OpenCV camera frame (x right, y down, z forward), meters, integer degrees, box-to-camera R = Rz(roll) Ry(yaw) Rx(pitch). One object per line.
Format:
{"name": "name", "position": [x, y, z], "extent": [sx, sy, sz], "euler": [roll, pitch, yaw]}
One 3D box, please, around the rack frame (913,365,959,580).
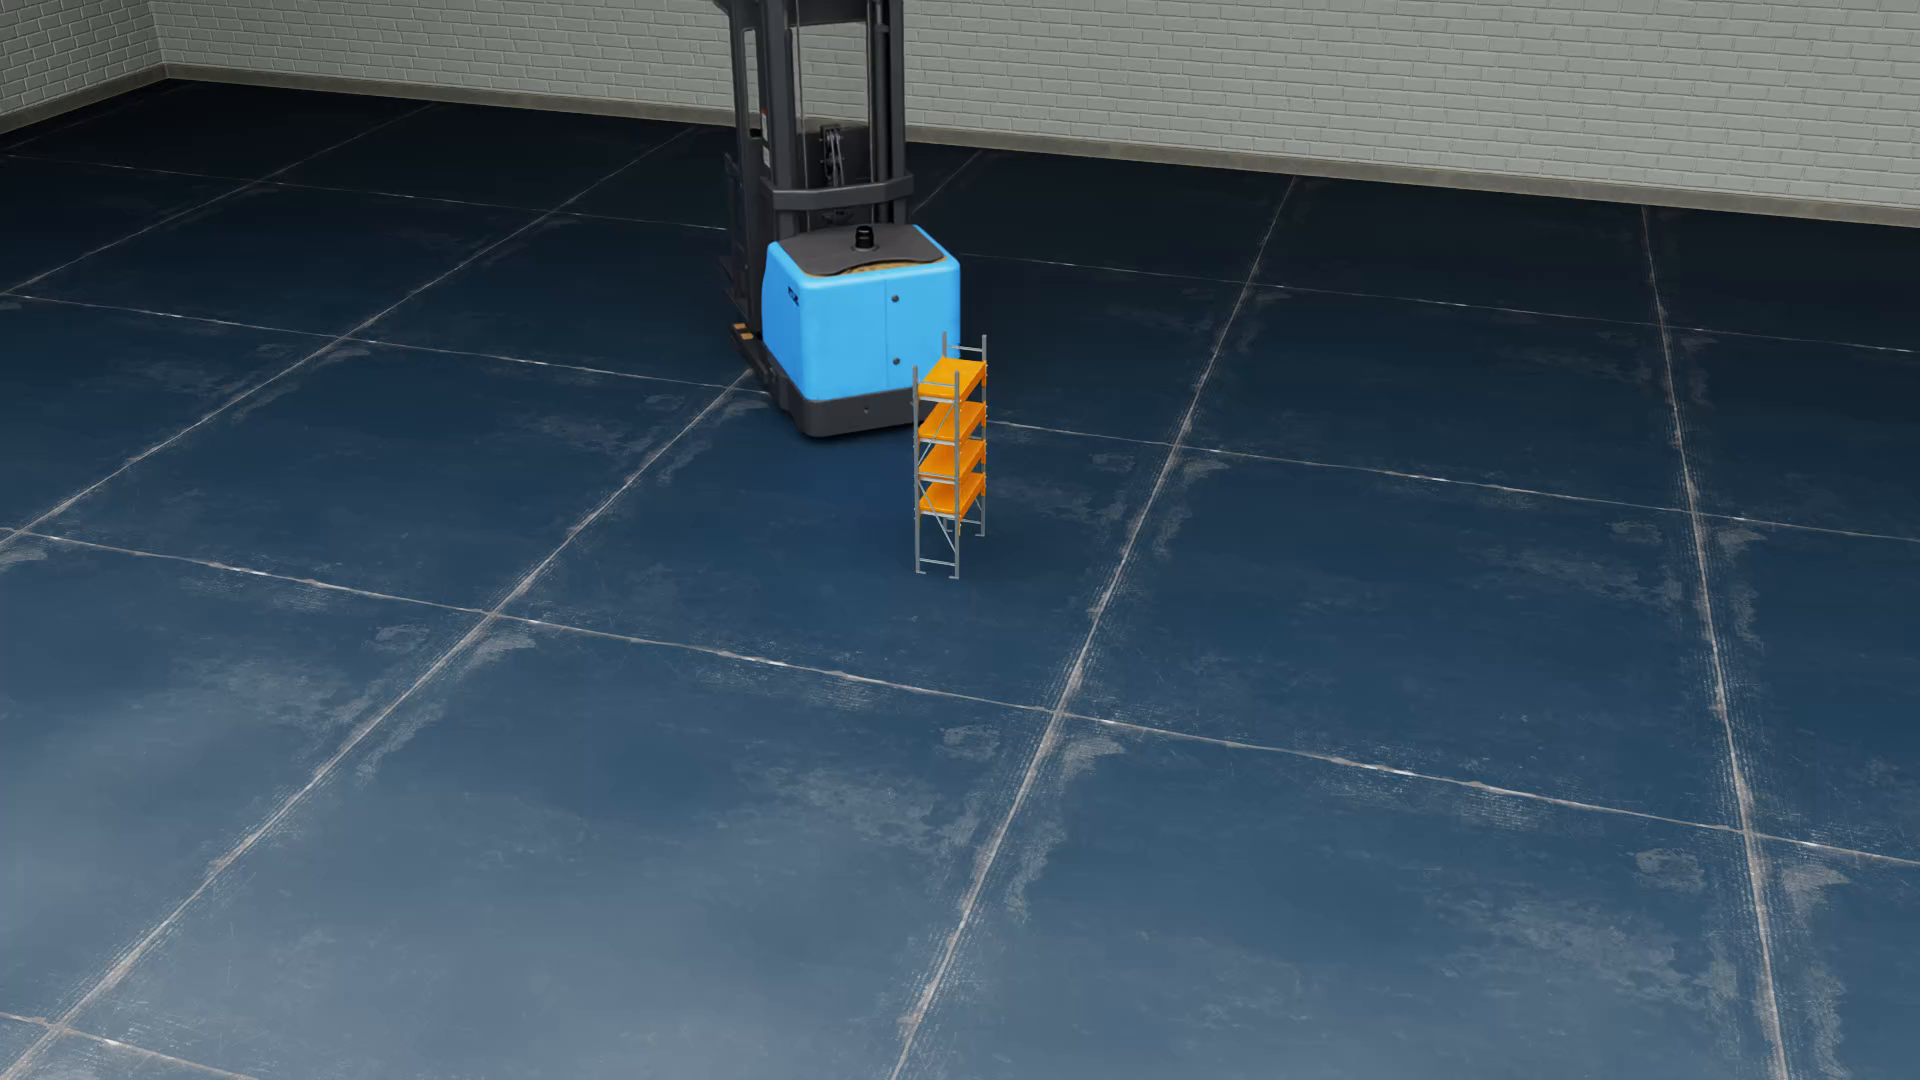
{"name": "rack frame", "position": [-0.120, -0.334, 8.616], "extent": [0.240, 1.200, 0.015], "euler": [8, 30, 15]}

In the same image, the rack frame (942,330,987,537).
{"name": "rack frame", "position": [0.023, -0.561, 9.024], "extent": [0.240, 1.200, 0.015], "euler": [8, 30, 15]}

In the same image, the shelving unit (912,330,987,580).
{"name": "shelving unit", "position": [-0.049, -0.447, 8.820], "extent": [0.258, 1.200, 0.503], "euler": [8, 30, 15]}

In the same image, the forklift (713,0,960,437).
{"name": "forklift", "position": [-0.982, -2.615, 10.935], "extent": [1.130, 2.935, 3.031], "euler": [-11, 31, -18]}

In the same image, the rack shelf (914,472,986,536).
{"name": "rack shelf", "position": [-0.049, -0.215, 8.949], "extent": [0.258, 0.148, 0.480], "euler": [8, 30, 15]}

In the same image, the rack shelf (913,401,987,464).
{"name": "rack shelf", "position": [-0.049, -0.584, 8.744], "extent": [0.258, 0.148, 0.480], "euler": [8, 30, 15]}

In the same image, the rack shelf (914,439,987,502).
{"name": "rack shelf", "position": [-0.049, -0.389, 8.853], "extent": [0.258, 0.148, 0.480], "euler": [8, 30, 15]}

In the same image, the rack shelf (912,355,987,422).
{"name": "rack shelf", "position": [-0.049, -0.791, 8.629], "extent": [0.258, 0.148, 0.480], "euler": [8, 30, 15]}
